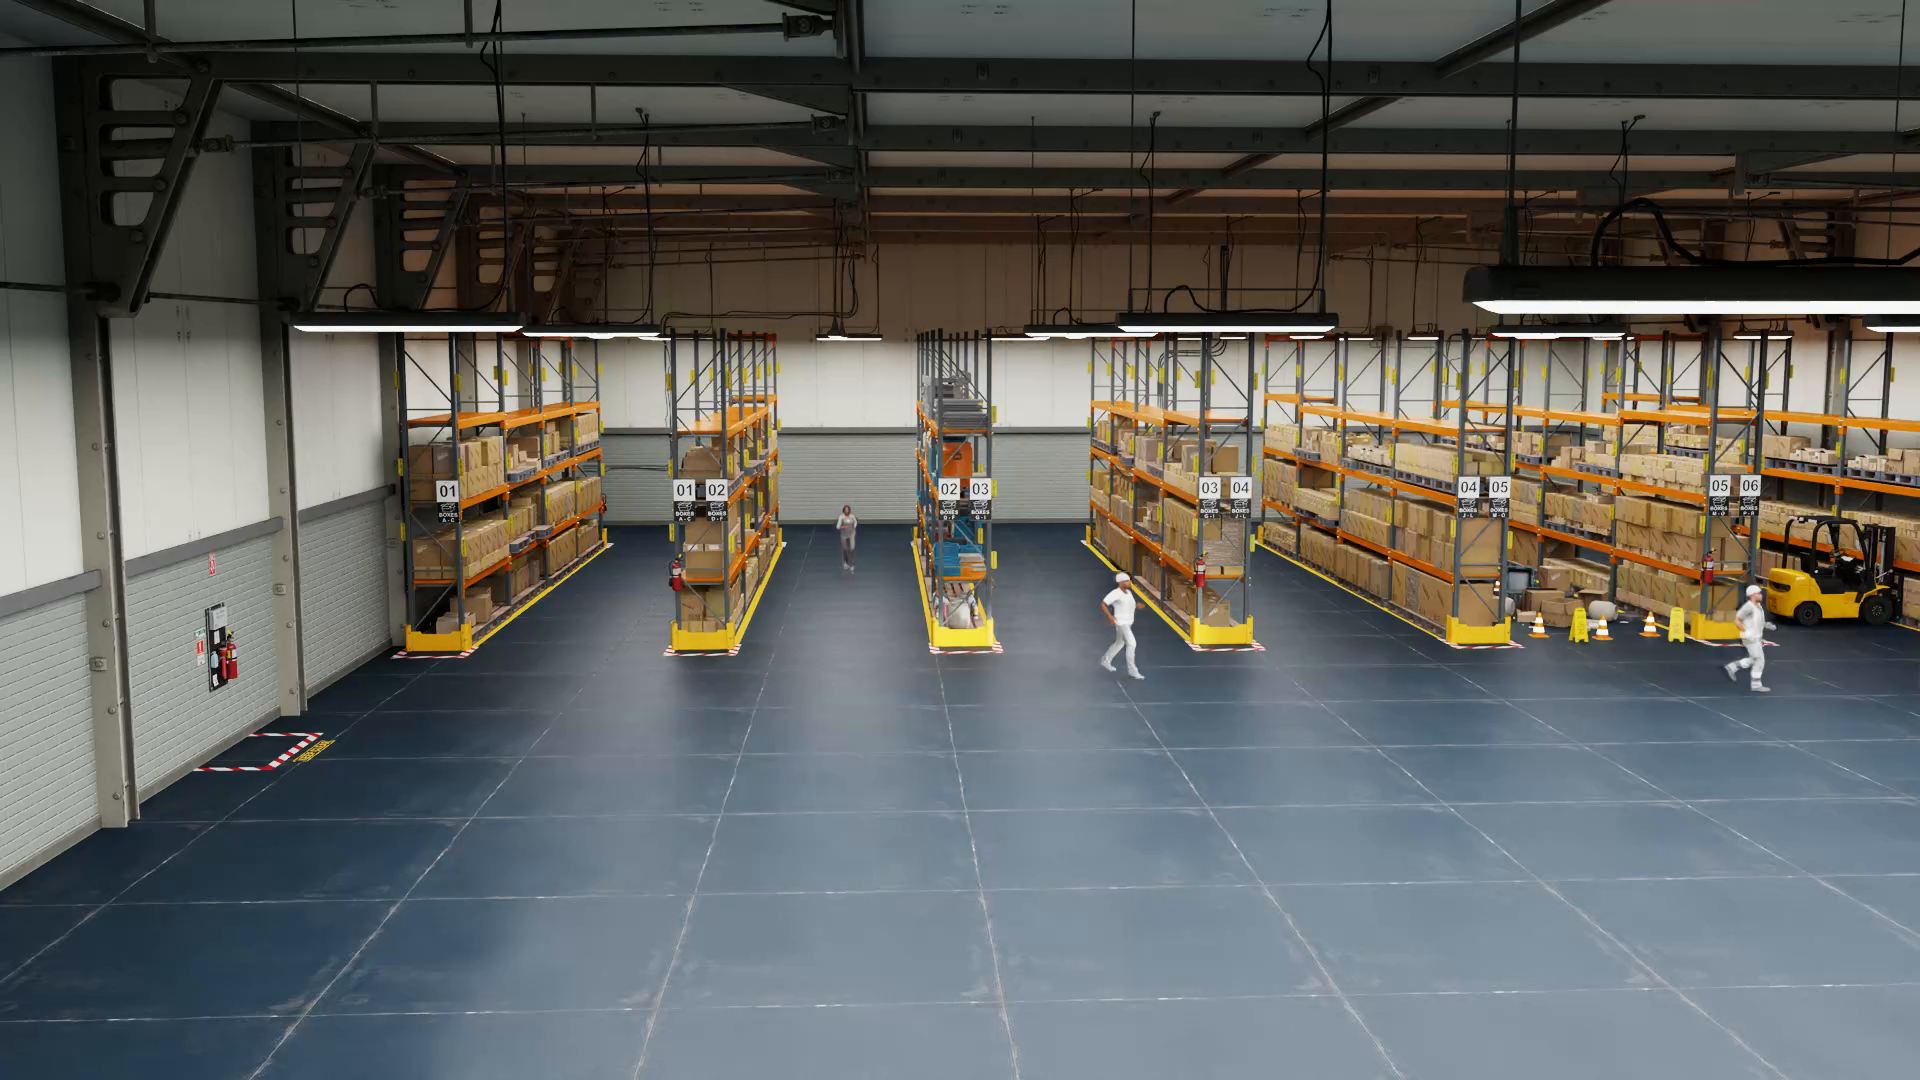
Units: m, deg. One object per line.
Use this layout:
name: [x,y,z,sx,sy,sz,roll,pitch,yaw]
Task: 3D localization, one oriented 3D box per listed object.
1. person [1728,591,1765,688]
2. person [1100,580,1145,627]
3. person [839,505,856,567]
person: [13.022,1.610,27.497,0.617,1.647,0.657,7,9,44]
person: [2.836,1.031,28.542,0.677,0.855,0.682,3,8,27]
person: [-2.735,-0.117,40.269,0.489,1.480,0.737,-1,7,-11]
